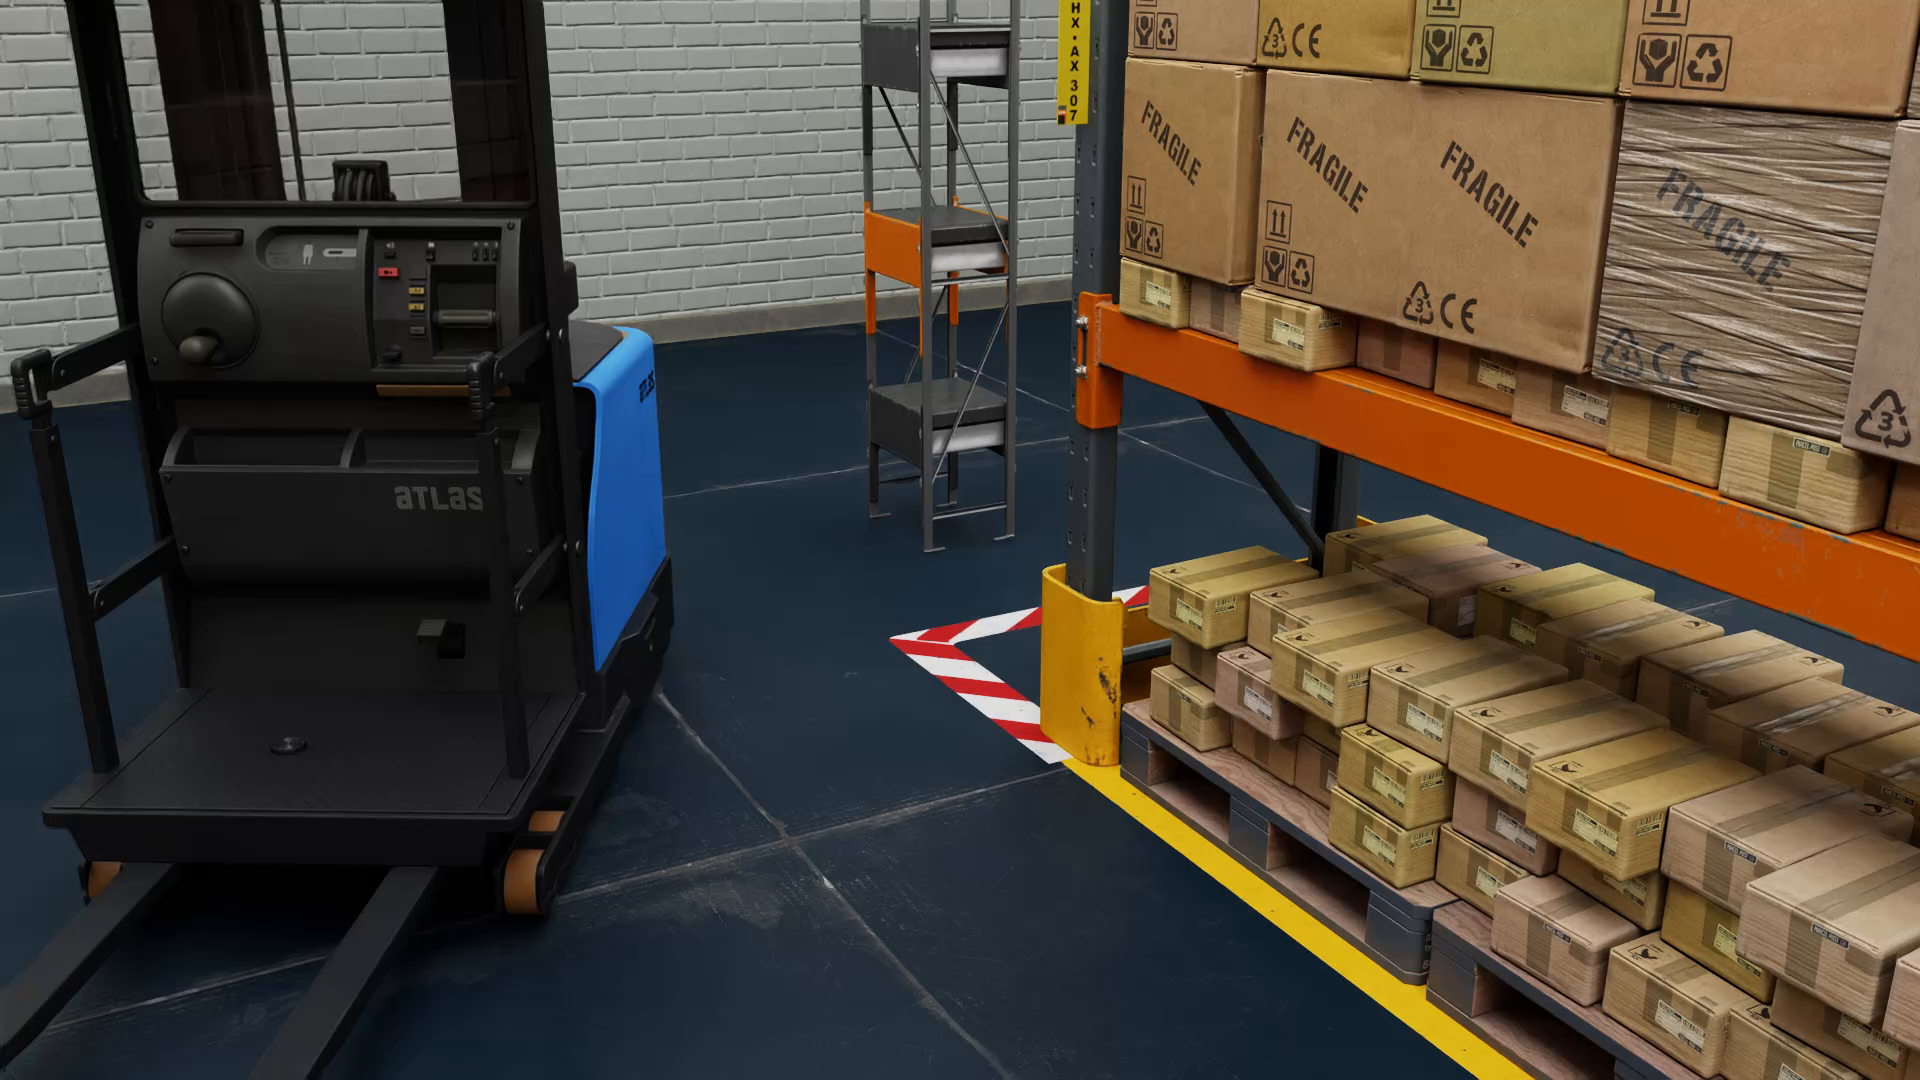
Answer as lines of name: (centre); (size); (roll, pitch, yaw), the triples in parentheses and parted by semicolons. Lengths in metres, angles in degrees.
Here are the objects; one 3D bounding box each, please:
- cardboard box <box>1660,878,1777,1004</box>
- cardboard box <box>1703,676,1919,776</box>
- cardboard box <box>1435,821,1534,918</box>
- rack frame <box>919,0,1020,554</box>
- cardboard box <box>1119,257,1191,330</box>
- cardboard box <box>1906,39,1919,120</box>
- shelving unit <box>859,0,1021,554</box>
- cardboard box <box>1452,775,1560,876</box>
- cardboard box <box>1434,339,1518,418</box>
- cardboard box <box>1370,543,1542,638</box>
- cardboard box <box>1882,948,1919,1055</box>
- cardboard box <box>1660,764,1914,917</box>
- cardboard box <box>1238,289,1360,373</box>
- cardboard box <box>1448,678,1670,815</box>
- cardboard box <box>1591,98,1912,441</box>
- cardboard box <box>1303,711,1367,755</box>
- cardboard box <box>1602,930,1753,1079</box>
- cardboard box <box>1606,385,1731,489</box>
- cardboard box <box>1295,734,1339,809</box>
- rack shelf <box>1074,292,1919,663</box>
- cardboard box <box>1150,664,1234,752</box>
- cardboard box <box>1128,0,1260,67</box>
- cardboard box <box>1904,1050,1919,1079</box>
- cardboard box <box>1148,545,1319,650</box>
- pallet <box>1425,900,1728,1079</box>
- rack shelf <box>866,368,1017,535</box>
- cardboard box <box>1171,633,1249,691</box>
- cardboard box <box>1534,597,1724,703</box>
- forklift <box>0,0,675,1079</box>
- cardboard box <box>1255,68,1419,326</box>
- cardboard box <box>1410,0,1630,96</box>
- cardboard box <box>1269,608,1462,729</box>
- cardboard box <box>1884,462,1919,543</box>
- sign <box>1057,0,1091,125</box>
cardboard box: (1.594, 0.722, 3.211); (0.380, 0.149, 0.250); (-9, 21, -24)
cardboard box: (1.825, 0.439, 3.576); (0.380, 0.149, 0.250); (-11, 22, -28)
cardboard box: (1.293, 0.708, 3.709); (0.380, 0.149, 0.250); (-10, 21, -27)
rack frame: (0.037, -0.970, 6.224); (0.400, 2.100, 0.015); (-10, 21, -27)
cardboard box: (0.641, -0.660, 4.332); (0.380, 0.149, 0.250); (-10, 21, -27)
cardboard box: (1.734, -0.825, 2.281); (0.500, 0.500, 0.500); (-9, 21, -25)
shelving unit: (-0.079, -1.040, 6.427); (0.431, 2.100, 0.503); (-10, 21, -27)
cardboard box: (1.309, 0.572, 3.647); (0.380, 0.149, 0.250); (-11, 22, -29)
cardboard box: (1.230, -0.373, 3.500); (0.380, 0.149, 0.250); (-10, 22, -27)
cardboard box: (1.319, 0.139, 4.445); (0.380, 0.149, 0.250); (-10, 21, -26)
cardboard box: (1.732, 0.744, 2.692); (0.380, 0.149, 0.250); (-11, 22, -29)
cardboard box: (1.572, 0.580, 3.166); (0.380, 0.149, 0.250); (-10, 21, -27)
cardboard box: (0.879, -0.508, 3.891); (0.380, 0.149, 0.250); (-11, 22, -28)
cardboard box: (1.284, 0.440, 3.572); (0.380, 0.149, 0.250); (-9, 21, -25)
cardboard box: (1.492, -0.501, 2.877); (0.500, 0.500, 0.500); (-11, 22, -28)
cardboard box: (1.073, 0.420, 4.087); (0.380, 0.149, 0.250); (-10, 21, -26)
cardboard box: (1.489, 0.868, 3.243); (0.380, 0.149, 0.250); (-10, 21, -27)
cardboard box: (1.427, -0.220, 3.057); (0.380, 0.149, 0.250); (-9, 21, -25)
cardboard box: (1.063, 0.559, 4.140); (0.380, 0.149, 0.250); (-10, 21, -26)
rack shelf: (1.726, -0.009, 3.161); (1.077, 0.370, 4.000); (-10, 21, -27)
cardboard box: (0.743, 0.426, 4.524); (0.380, 0.149, 0.250); (-10, 21, -26)
cardboard box: (0.756, -1.413, 3.987); (0.500, 0.500, 0.500); (-10, 21, -27)
cardboard box: (1.793, 0.885, 2.737); (0.380, 0.149, 0.250); (-9, 21, -25)
cardboard box: (0.726, 0.148, 4.418); (0.380, 0.149, 0.250); (-11, 22, -29)
pallet: (1.742, 1.006, 3.394); (1.003, 0.211, 1.213); (-10, 21, -27)
rack shelf: (-0.079, -0.365, 6.659); (0.431, 0.518, 0.480); (-10, 21, -27)
cardboard box: (0.799, 0.276, 4.504); (0.380, 0.149, 0.250); (-9, 21, -24)
cardboard box: (1.621, 0.278, 4.043); (0.380, 0.149, 0.250); (-11, 22, -29)
forklift: (-1.527, -0.583, 3.828); (1.130, 2.935, 3.031); (1, 19, 1)
cardboard box: (1.023, -0.789, 3.711); (0.500, 0.500, 0.500); (-10, 21, -27)
cardboard box: (1.228, -1.117, 3.127); (0.500, 0.500, 0.500); (-11, 22, -28)
cardboard box: (0.970, 0.301, 3.976); (0.380, 0.149, 0.250); (-10, 21, -27)
cardboard box: (1.711, -0.077, 2.642); (0.380, 0.149, 0.250); (-10, 22, -27)
sign: (0.299, -1.248, 4.322); (0.100, 0.325, 0.005); (-10, 21, -27)
